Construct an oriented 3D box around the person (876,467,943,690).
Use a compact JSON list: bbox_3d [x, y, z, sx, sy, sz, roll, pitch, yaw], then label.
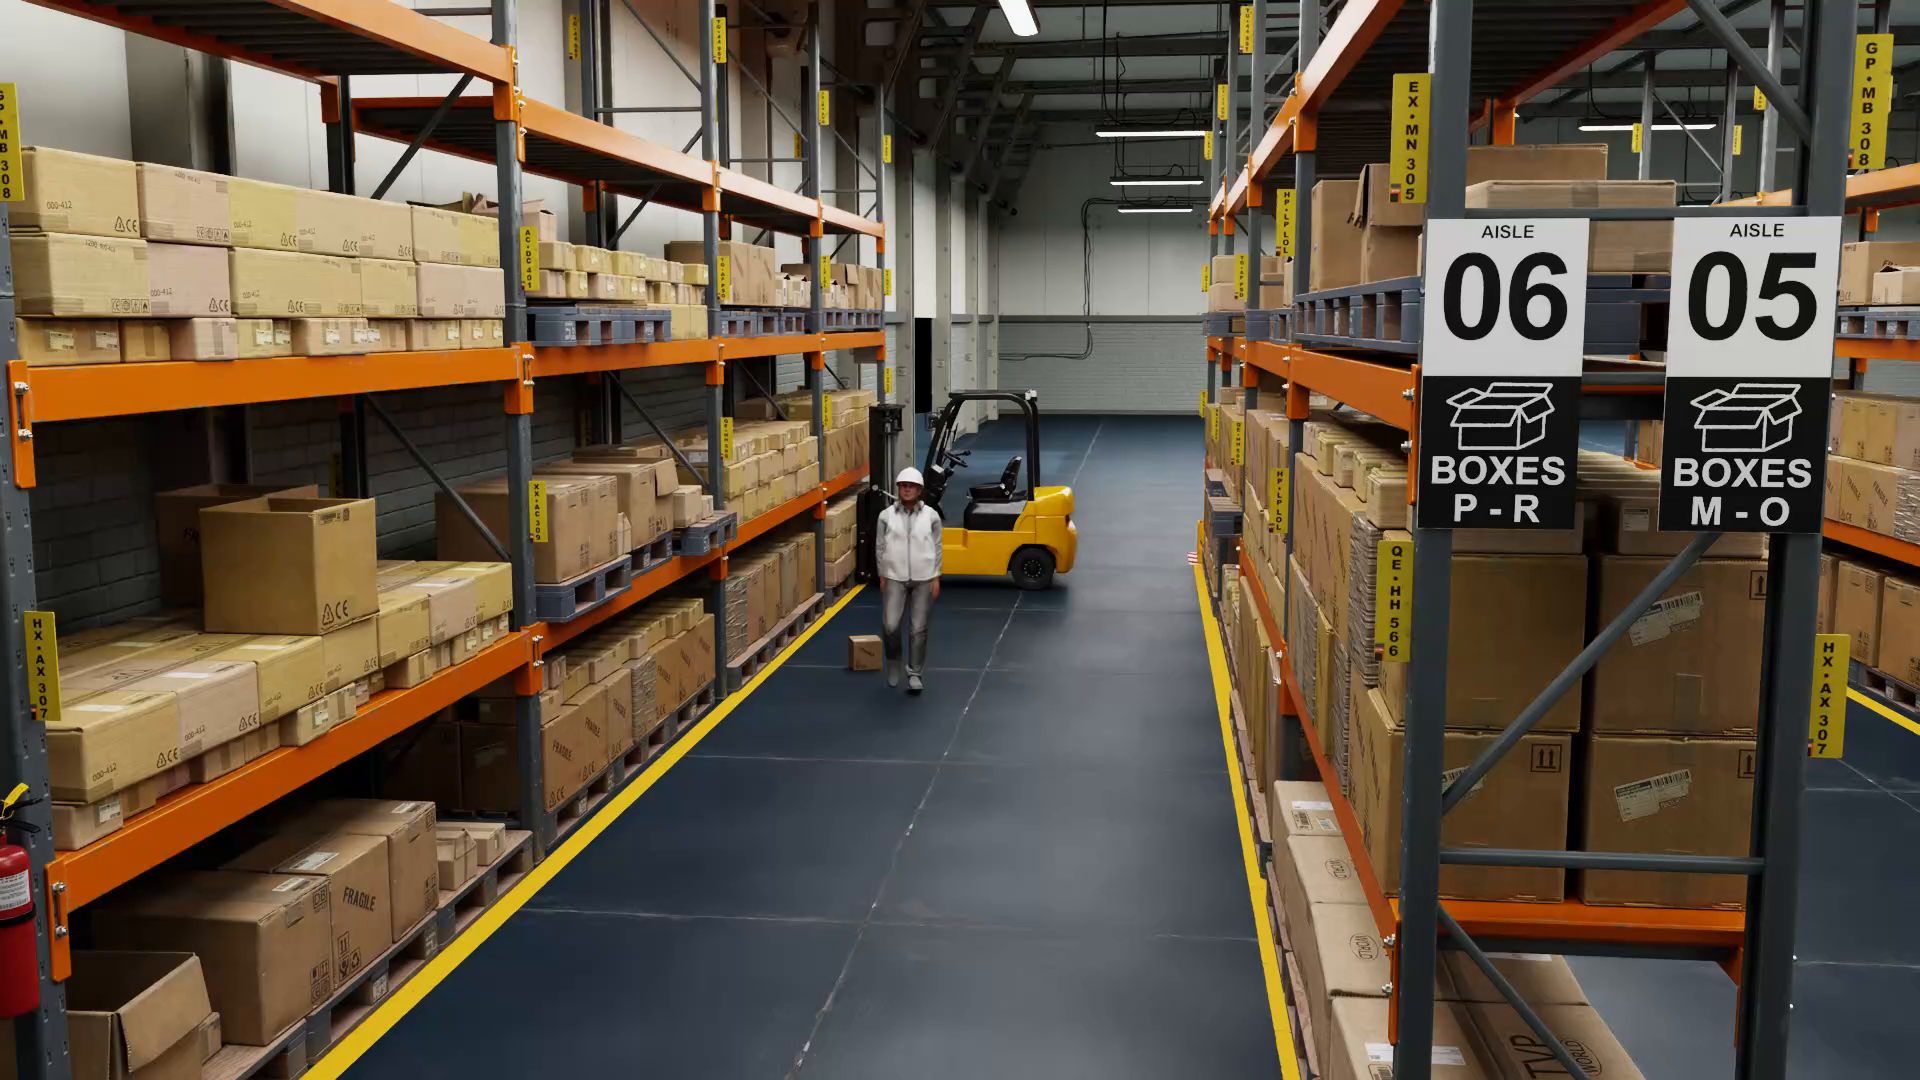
[{"bbox_3d":[-0.399,0.317,13.157,0.533,1.775,0.456,0,8,-3],"label":"person"}]
